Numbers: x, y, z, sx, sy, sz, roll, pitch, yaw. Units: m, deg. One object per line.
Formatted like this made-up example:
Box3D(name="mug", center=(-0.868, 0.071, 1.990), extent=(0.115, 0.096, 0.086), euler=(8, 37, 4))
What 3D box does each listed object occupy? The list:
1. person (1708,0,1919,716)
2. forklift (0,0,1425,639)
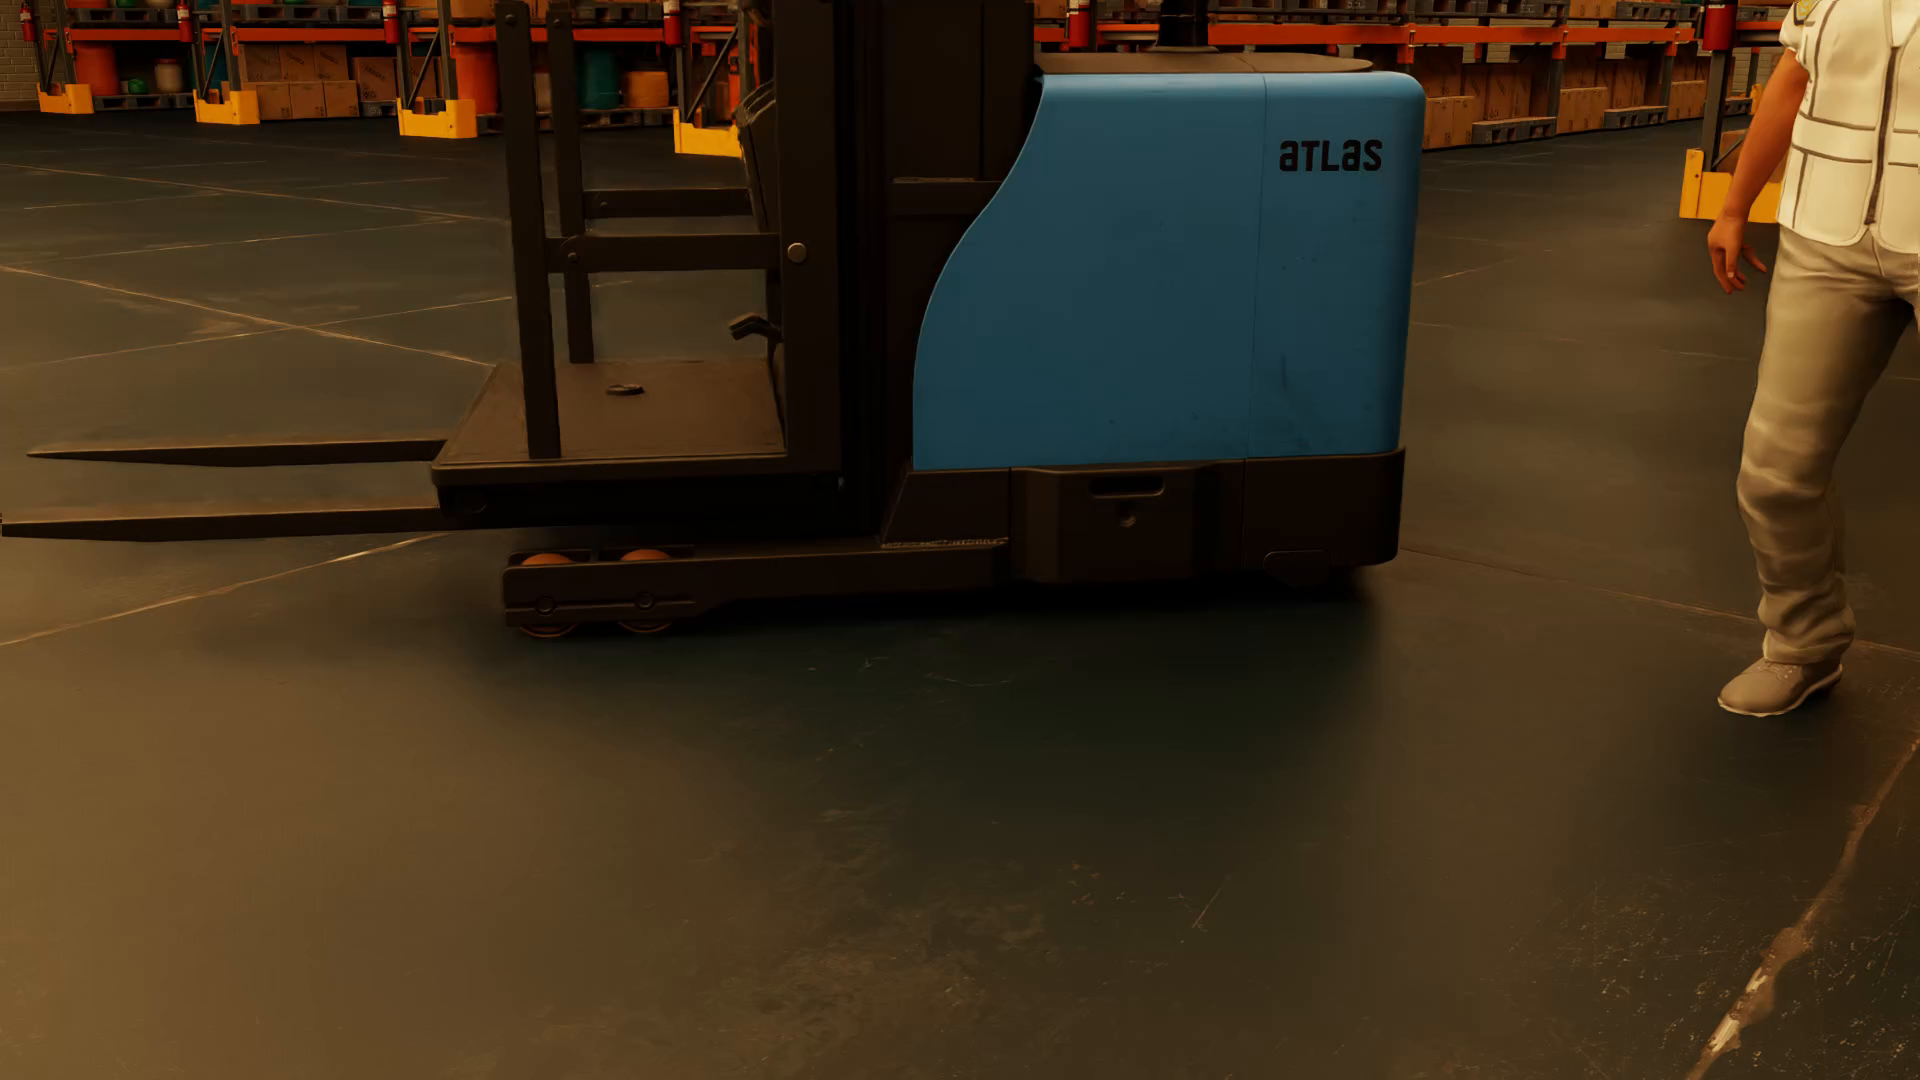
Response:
Box3D(name="person", center=(1.522, -0.432, 2.609), extent=(0.472, 1.636, 0.819), euler=(-13, 21, -36))
Box3D(name="forklift", center=(-0.614, -1.371, 3.413), extent=(3.031, 2.935, 1.130), euler=(-2, 17, -8))
